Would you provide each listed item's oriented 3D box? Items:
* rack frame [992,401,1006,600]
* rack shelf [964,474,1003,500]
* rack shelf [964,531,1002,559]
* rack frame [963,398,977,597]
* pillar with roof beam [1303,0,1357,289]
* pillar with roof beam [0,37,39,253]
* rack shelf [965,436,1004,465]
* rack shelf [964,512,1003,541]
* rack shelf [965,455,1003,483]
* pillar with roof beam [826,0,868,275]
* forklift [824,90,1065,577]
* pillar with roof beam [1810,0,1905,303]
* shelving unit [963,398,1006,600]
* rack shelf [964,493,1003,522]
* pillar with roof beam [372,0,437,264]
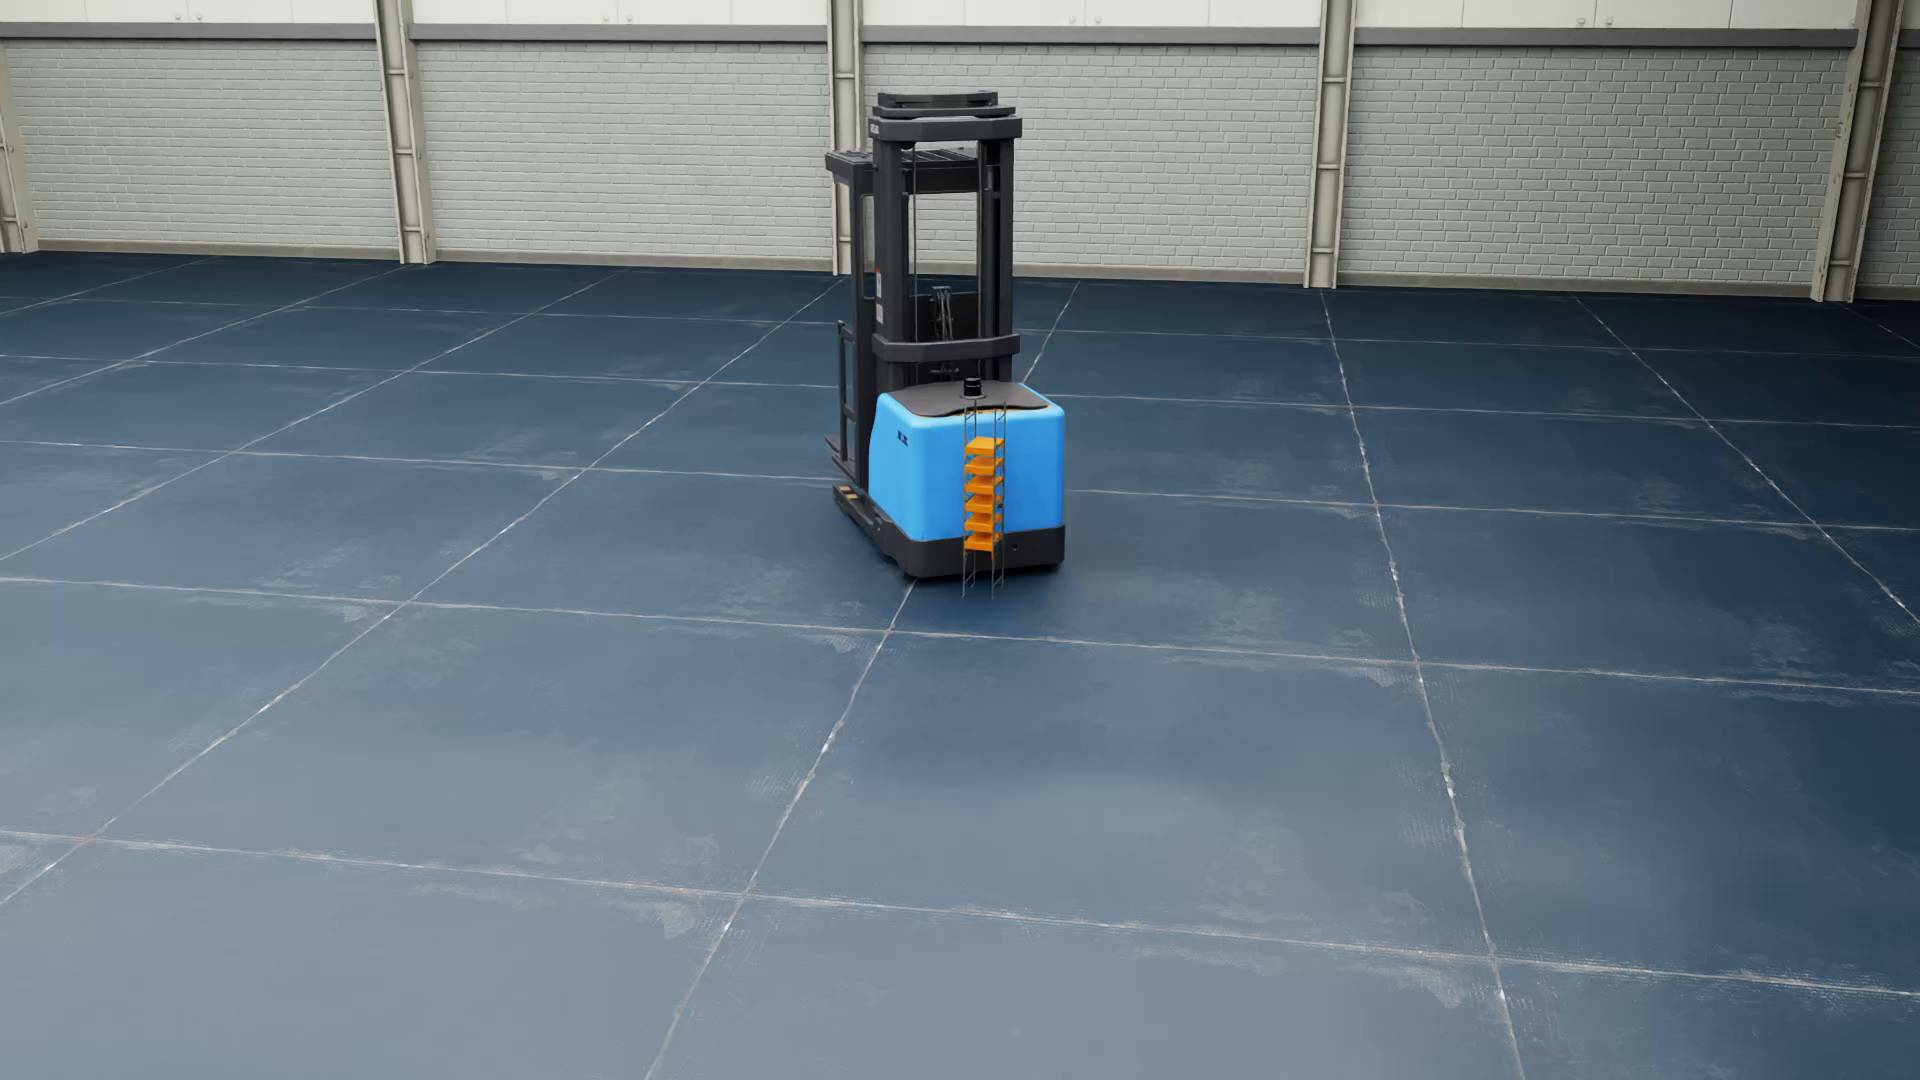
[{"bbox_3d":[0.236,-0.237,10.118,0.006,1.200,0.240,6,19,16],"label":"rack frame"},{"bbox_3d":[0.149,-0.317,10.119,0.180,0.103,0.258,6,19,16],"label":"rack shelf"},{"bbox_3d":[0.147,0.024,10.233,0.180,0.103,0.258,6,19,16],"label":"rack shelf"},{"bbox_3d":[0.061,-0.254,10.168,0.006,1.200,0.240,6,19,16],"label":"rack frame"},{"bbox_3d":[3.814,-6.094,15.335,0.400,9.000,9.100,3,19,9],"label":"pillar with roof beam"},{"bbox_3d":[-13.959,-7.000,18.042,0.400,9.000,9.100,3,19,9],"label":"pillar with roof beam"},{"bbox_3d":[0.151,-0.545,10.043,0.180,0.103,0.258,6,19,16],"label":"rack shelf"},{"bbox_3d":[0.148,-0.089,10.195,0.180,0.103,0.258,6,19,16],"label":"rack shelf"},{"bbox_3d":[0.150,-0.431,10.081,0.180,0.103,0.258,6,19,16],"label":"rack shelf"},{"bbox_3d":[-2.110,-6.396,16.237,0.400,9.000,9.100,3,19,9],"label":"pillar with roof beam"},{"bbox_3d":[-0.273,-1.586,11.425,1.130,2.935,3.031,-6,19,-17],"label":"forklift"},{"bbox_3d":[9.738,-5.792,14.432,0.400,9.000,9.100,3,19,9],"label":"pillar with roof beam"},{"bbox_3d":[0.149,-0.245,10.143,0.189,1.200,0.258,6,19,16],"label":"shelving unit"},{"bbox_3d":[0.149,-0.203,10.157,0.180,0.103,0.258,6,19,16],"label":"rack shelf"},{"bbox_3d":[-8.034,-6.698,17.140,0.400,9.000,9.100,3,19,9],"label":"pillar with roof beam"}]
